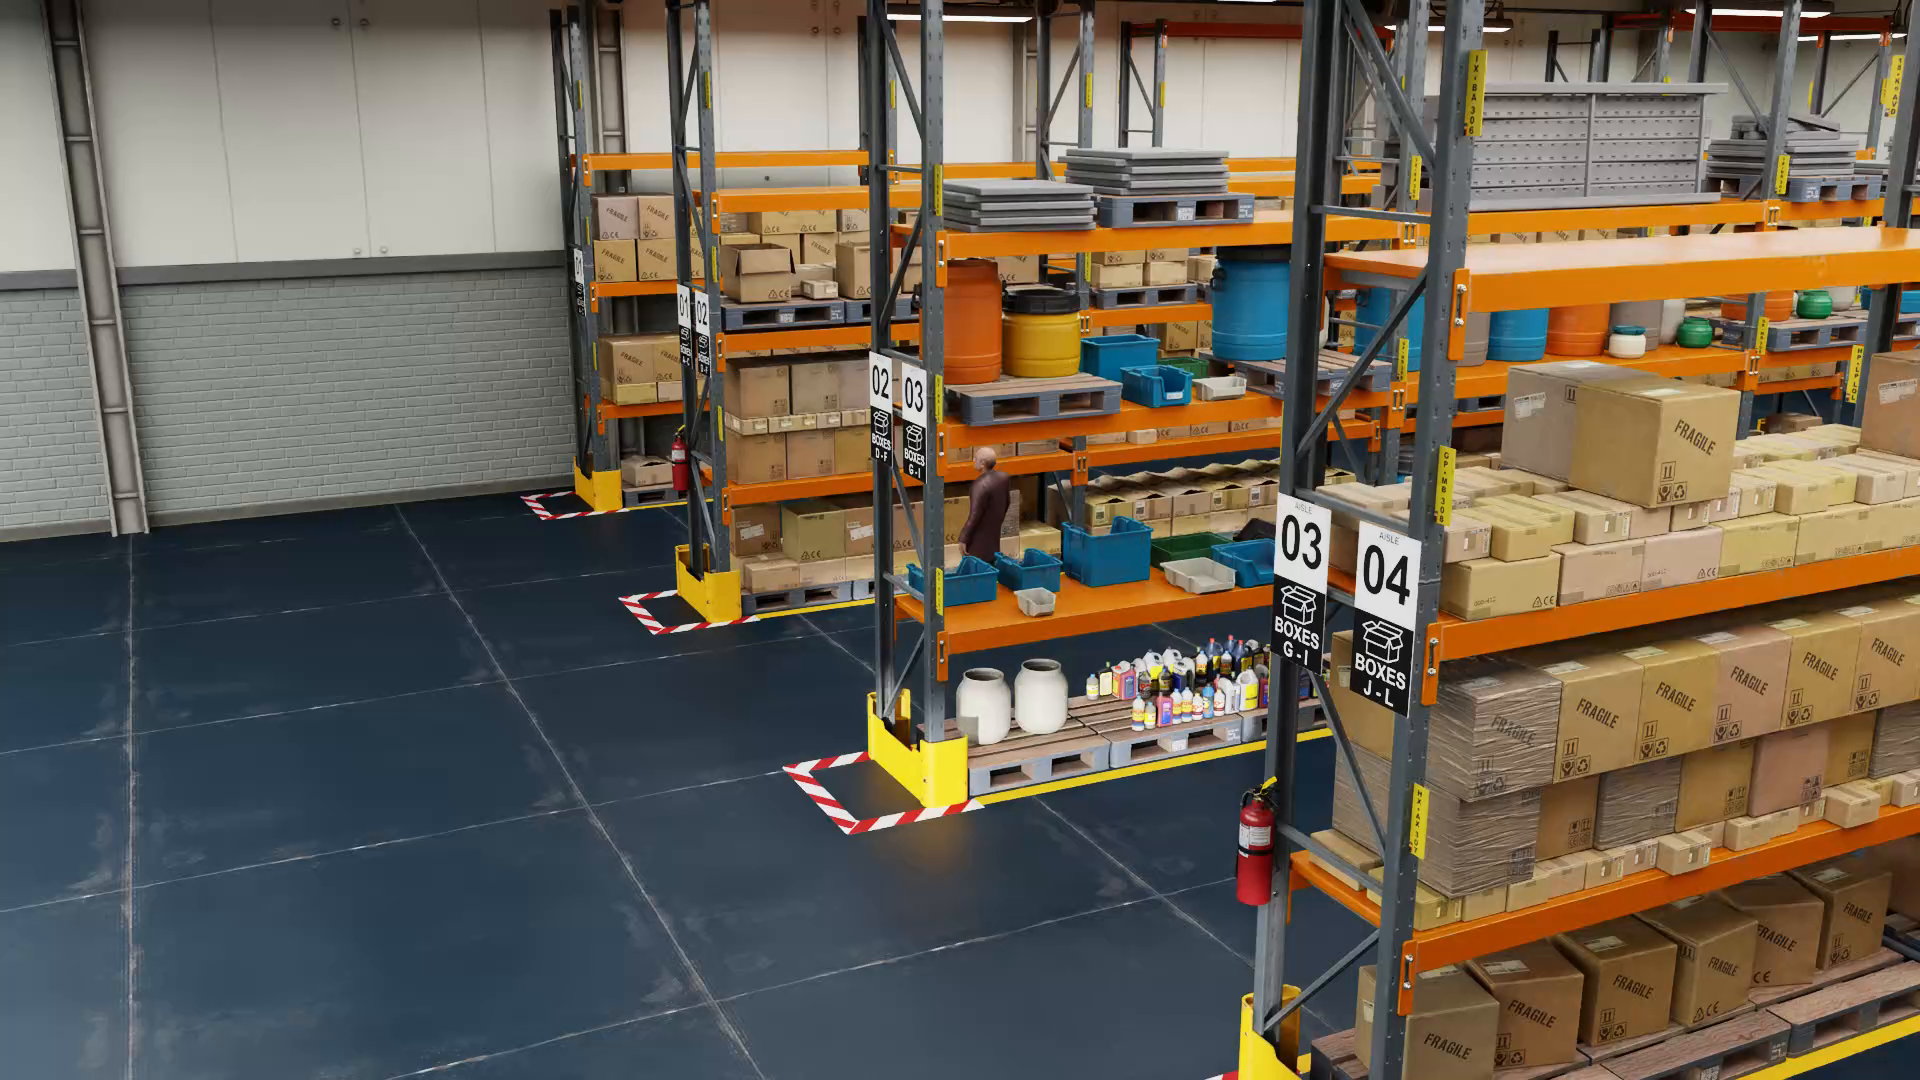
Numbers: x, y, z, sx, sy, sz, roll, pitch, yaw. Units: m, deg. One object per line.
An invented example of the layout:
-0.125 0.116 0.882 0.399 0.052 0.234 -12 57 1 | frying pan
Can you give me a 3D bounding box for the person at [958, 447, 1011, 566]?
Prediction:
0.138 -0.047 16.051 0.582 1.776 0.695 9 18 31 | person
